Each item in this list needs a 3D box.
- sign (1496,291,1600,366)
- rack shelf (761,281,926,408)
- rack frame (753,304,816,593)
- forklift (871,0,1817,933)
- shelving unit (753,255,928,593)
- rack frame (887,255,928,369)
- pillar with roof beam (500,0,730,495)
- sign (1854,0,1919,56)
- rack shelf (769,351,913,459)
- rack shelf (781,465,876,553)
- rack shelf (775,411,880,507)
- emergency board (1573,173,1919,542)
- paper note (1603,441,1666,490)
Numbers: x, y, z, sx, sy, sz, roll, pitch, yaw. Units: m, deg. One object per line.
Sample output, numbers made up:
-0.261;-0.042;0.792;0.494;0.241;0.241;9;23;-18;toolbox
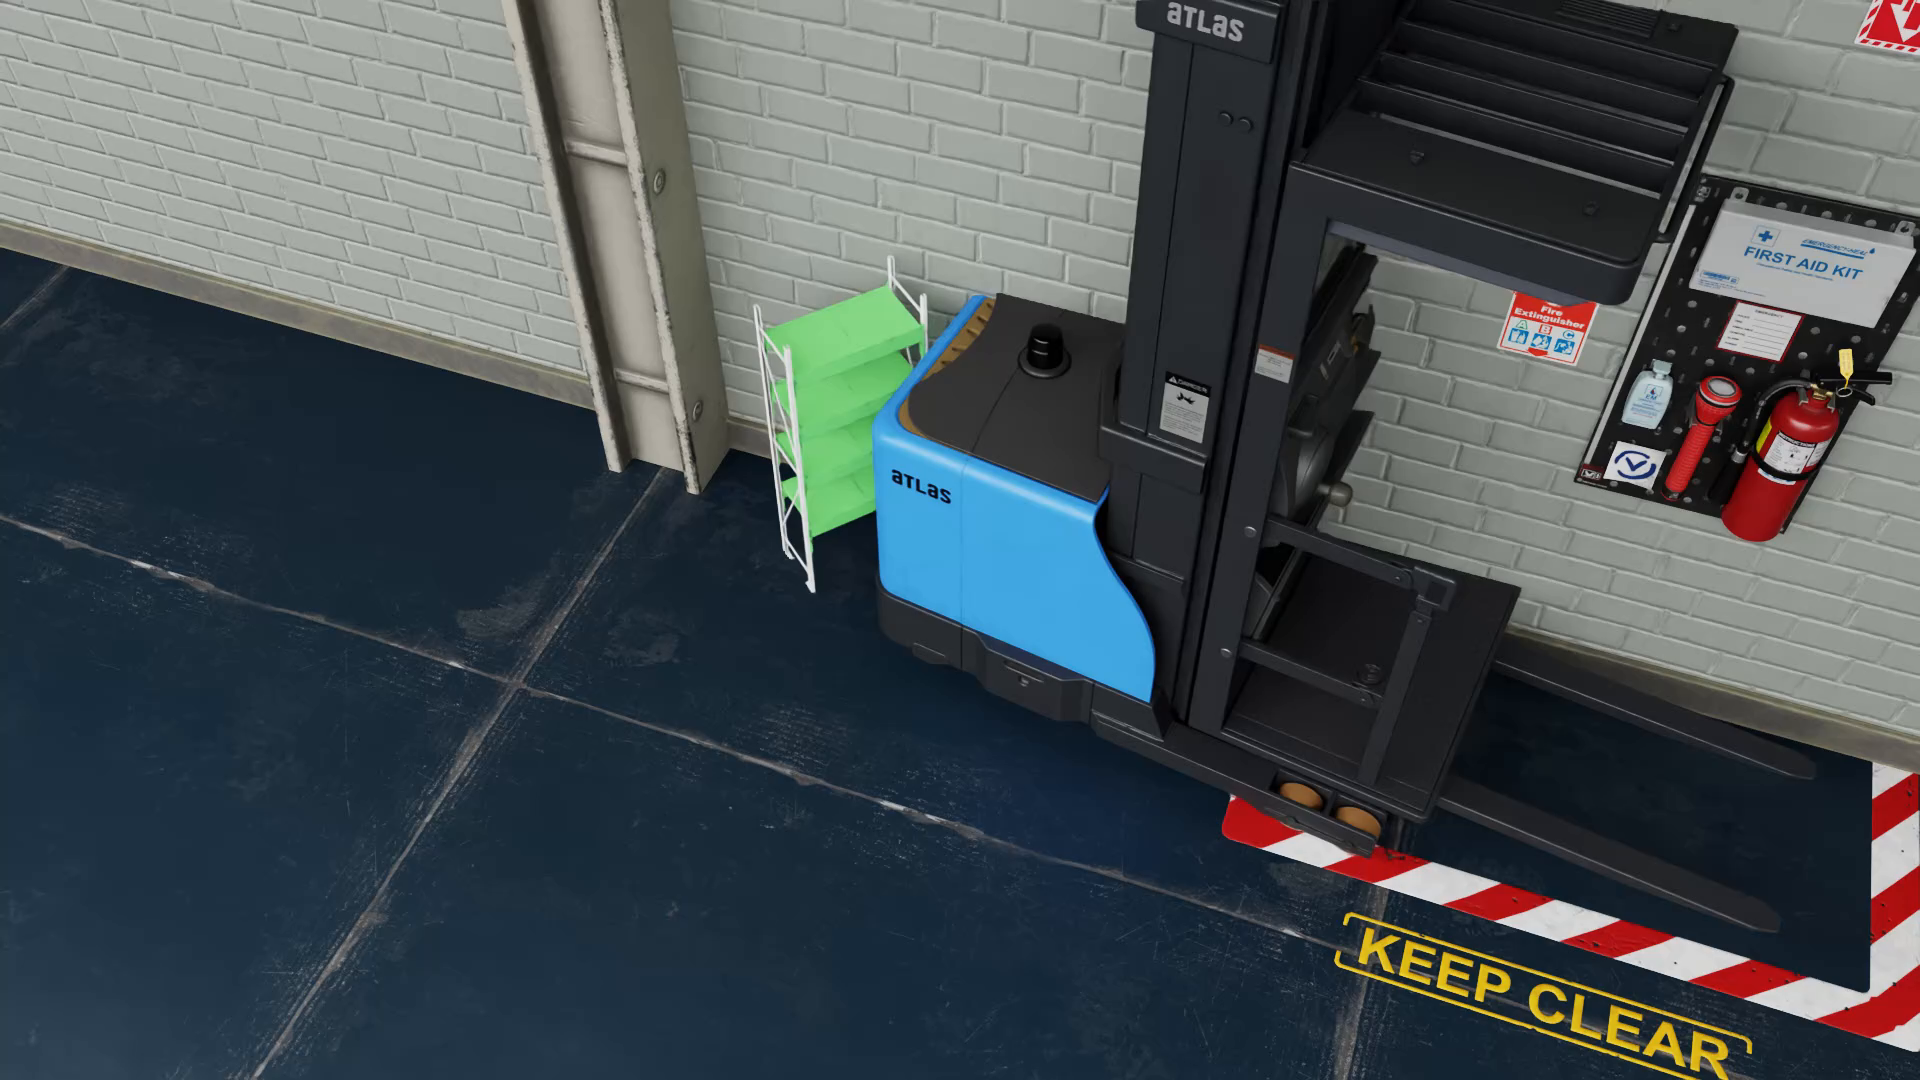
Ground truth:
1.706;-0.649;4.804;0.234;0.329;0.001;16;51;13;sign
-0.384;-0.645;5.465;0.480;0.148;0.258;-24;53;-19;rack shelf
-0.595;-0.280;5.699;0.015;1.200;0.240;-24;53;-19;rack frame
1.254;-0.407;4.663;3.031;2.935;1.130;22;53;18;forklift
-0.384;-0.373;5.779;0.503;1.200;0.258;-24;53;-19;shelving unit
-0.173;-0.465;5.859;0.015;1.200;0.240;-24;53;-19;rack frame
-2.627;-0.229;0.494;0.400;9.000;9.100;16;51;13;pillar with roof beam
2.216;-1.251;3.815;0.199;0.298;0.001;16;51;13;sign
-0.384;-0.488;5.646;0.480;0.148;0.258;-24;53;-19;rack shelf
-0.384;-0.174;6.008;0.480;0.148;0.258;-24;53;-19;rack shelf
-0.384;-0.331;5.827;0.480;0.148;0.258;-24;53;-19;rack shelf
2.189;-0.419;4.628;0.643;1.169;0.194;16;51;13;emergency board
2.046;-0.226;5.044;0.142;0.148;0.016;16;51;13;paper note
